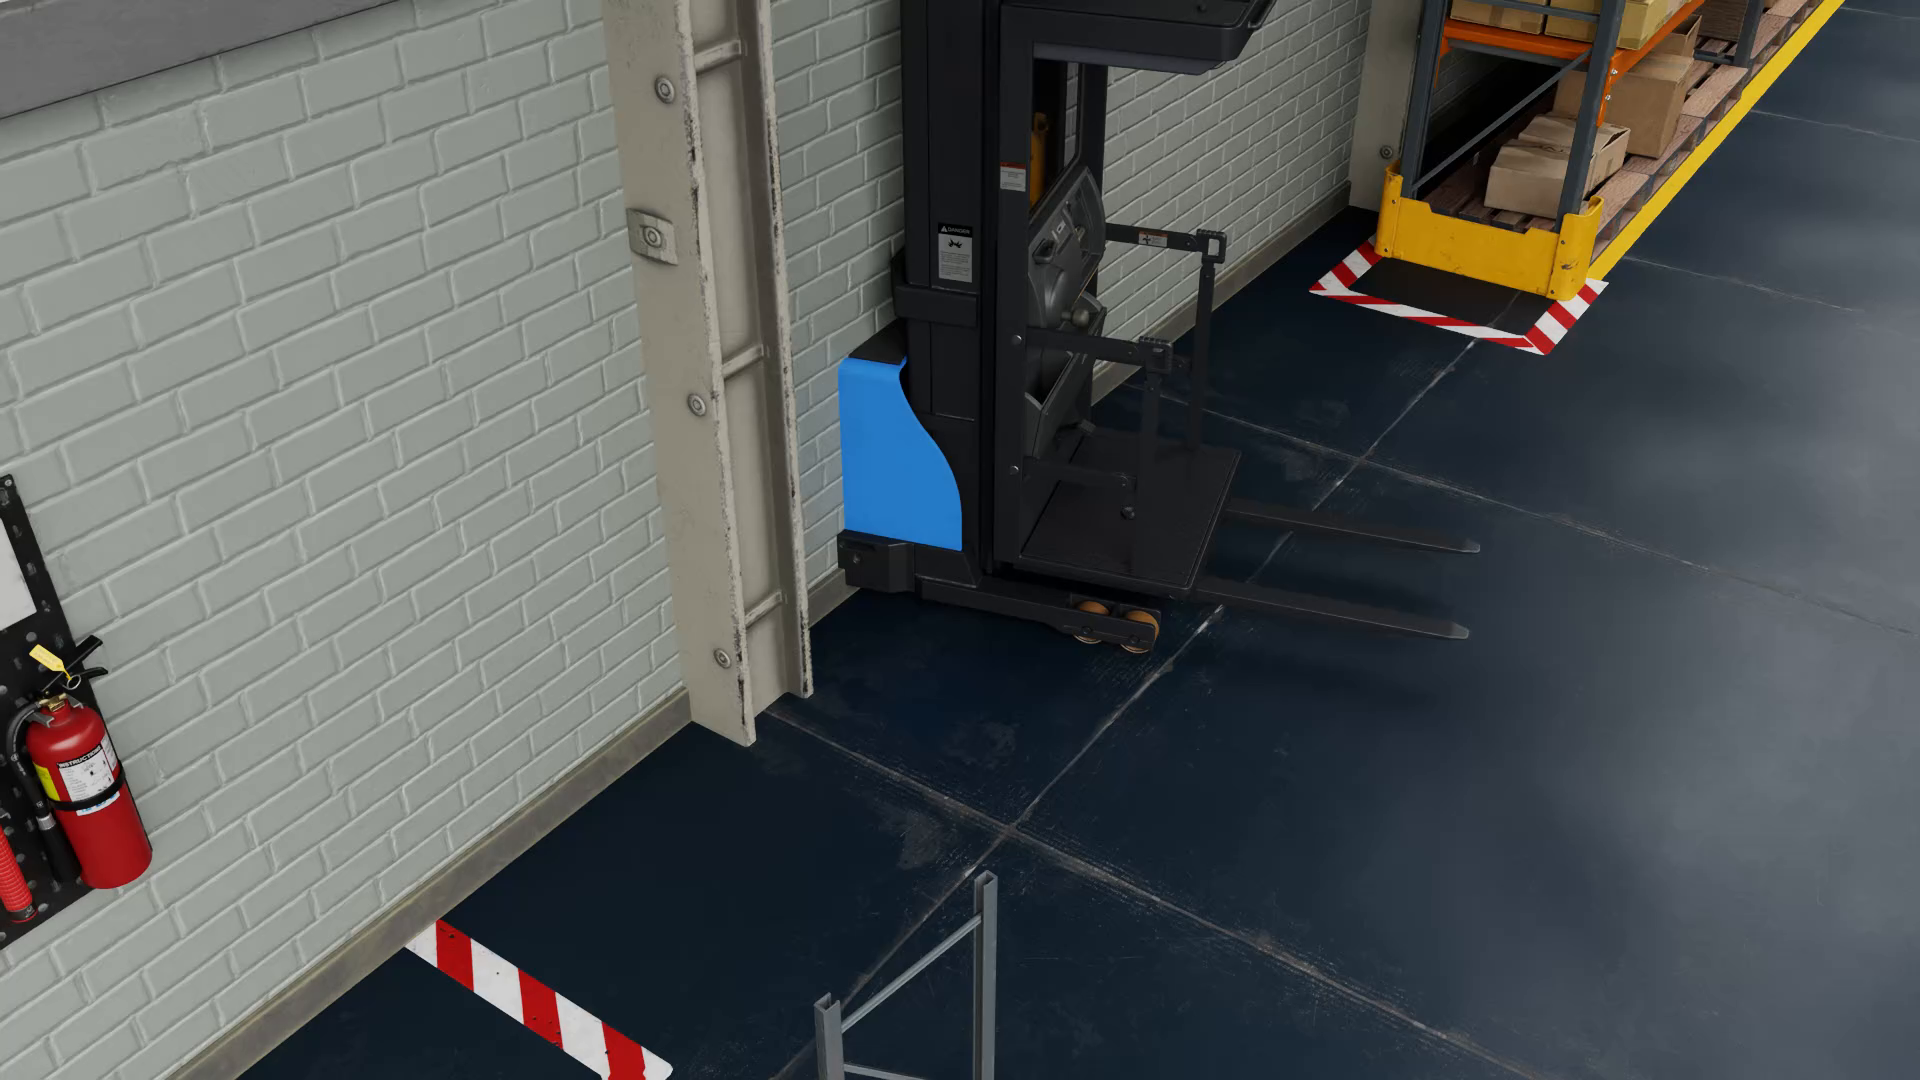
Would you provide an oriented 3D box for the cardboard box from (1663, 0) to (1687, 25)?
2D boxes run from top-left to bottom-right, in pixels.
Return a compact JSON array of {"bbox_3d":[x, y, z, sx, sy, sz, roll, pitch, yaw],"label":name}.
[{"bbox_3d":[3.759,-3.095,9.265,0.500,0.250,0.500,20,39,27],"label":"cardboard box"}]

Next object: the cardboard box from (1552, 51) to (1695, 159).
[{"bbox_3d":[4.188,-2.803,10.555,0.700,0.500,0.500,19,38,25],"label":"cardboard box"}]

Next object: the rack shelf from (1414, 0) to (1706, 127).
[{"bbox_3d":[4.075,-3.405,10.249,1.077,0.370,4.000,21,39,28],"label":"rack shelf"}]

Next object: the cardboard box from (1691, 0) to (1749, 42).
[{"bbox_3d":[5.622,-4.114,12.494,0.700,0.500,0.500,23,40,30],"label":"cardboard box"}]

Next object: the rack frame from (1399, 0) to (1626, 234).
[{"bbox_3d":[2.935,-2.782,8.687,1.000,3.000,0.127,21,39,28],"label":"rack frame"}]

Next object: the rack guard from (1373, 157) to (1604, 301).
[{"bbox_3d":[2.978,-1.782,9.439,1.175,0.500,0.348,21,39,28],"label":"rack guard"}]

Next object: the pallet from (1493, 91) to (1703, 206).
[{"bbox_3d":[4.167,-2.584,10.882,1.003,0.211,1.213,21,39,28],"label":"pallet"}]

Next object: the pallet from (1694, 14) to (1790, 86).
[{"bbox_3d":[5.659,-3.827,12.720,1.003,0.211,1.213,21,39,28],"label":"pallet"}]

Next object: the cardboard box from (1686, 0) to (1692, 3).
[{"bbox_3d":[4.054,-3.328,9.609,0.500,0.250,0.500,21,39,27],"label":"cardboard box"}]

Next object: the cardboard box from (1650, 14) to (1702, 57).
[{"bbox_3d":[4.657,-3.279,11.260,0.500,0.500,0.500,18,38,25],"label":"cardboard box"}]

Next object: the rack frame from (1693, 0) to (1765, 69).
[{"bbox_3d":[5.216,-4.623,11.409,1.000,3.000,0.127,21,39,28],"label":"rack frame"}]

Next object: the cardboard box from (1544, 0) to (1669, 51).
[{"bbox_3d":[3.474,-2.852,8.905,0.500,0.250,0.500,20,39,27],"label":"cardboard box"}]

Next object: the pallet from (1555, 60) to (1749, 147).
[{"bbox_3d":[4.862,-3.148,11.716,1.003,0.211,1.213,21,39,28],"label":"pallet"}]

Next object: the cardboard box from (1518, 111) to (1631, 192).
[{"bbox_3d":[3.729,-2.403,10.133,0.500,0.311,0.500,25,41,32],"label":"cardboard box"}]

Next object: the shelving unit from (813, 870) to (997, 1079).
[{"bbox_3d":[0.260,1.622,3.513,1.083,1.500,0.587,28,43,35],"label":"shelving unit"}]

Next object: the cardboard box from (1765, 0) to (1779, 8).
[{"bbox_3d":[6.199,-4.590,13.198,0.700,0.500,0.500,22,40,29],"label":"cardboard box"}]

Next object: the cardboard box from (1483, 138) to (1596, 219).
[{"bbox_3d":[3.404,-2.140,9.745,0.500,0.311,0.500,17,37,23],"label":"cardboard box"}]

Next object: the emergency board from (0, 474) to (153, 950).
[{"bbox_3d":[-2.238,0.506,3.825,0.194,1.169,0.643,21,39,28],"label":"emergency board"}]

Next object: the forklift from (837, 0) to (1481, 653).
[{"bbox_3d":[0.595,-1.102,6.263,3.031,2.935,1.130,11,35,15],"label":"forklift"}]

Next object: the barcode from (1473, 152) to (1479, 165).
[{"bbox_3d":[3.085,-2.280,9.944,0.001,0.075,0.075,21,39,28],"label":"barcode"}]

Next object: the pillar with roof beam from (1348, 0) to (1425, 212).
[{"bbox_3d":[6.160,-4.491,5.858,9.100,9.000,0.400,21,39,28],"label":"pillar with roof beam"}]

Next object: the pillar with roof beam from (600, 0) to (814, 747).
[{"bbox_3d":[2.739,-1.730,1.775,9.100,9.000,0.400,21,39,28],"label":"pillar with roof beam"}]

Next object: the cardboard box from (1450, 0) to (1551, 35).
[{"bbox_3d":[3.042,-3.005,9.133,0.500,0.250,0.500,22,40,29],"label":"cardboard box"}]

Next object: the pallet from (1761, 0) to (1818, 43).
[{"bbox_3d":[6.354,-4.391,13.554,1.003,0.211,1.213,21,39,28],"label":"pallet"}]

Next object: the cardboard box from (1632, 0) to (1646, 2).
[{"bbox_3d":[3.454,-3.163,8.696,0.500,0.500,0.500,21,39,28],"label":"cardboard box"}]

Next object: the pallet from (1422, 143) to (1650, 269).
[{"bbox_3d":[3.471,-2.025,10.056,1.003,0.211,1.213,21,39,28],"label":"pallet"}]

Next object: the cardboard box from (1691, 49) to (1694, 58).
[{"bbox_3d":[4.935,-3.376,11.701,0.380,0.166,0.250,16,37,22],"label":"cardboard box"}]

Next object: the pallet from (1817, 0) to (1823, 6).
[{"bbox_3d":[7.050,-4.950,14.381,1.003,0.211,1.213,21,39,28],"label":"pallet"}]

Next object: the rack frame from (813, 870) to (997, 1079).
[{"bbox_3d":[-0.103,1.430,3.797,0.032,1.500,0.500,28,43,35],"label":"rack frame"}]

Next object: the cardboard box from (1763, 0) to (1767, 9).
[{"bbox_3d":[5.875,-4.368,12.870,0.700,0.500,0.500,20,39,27],"label":"cardboard box"}]
